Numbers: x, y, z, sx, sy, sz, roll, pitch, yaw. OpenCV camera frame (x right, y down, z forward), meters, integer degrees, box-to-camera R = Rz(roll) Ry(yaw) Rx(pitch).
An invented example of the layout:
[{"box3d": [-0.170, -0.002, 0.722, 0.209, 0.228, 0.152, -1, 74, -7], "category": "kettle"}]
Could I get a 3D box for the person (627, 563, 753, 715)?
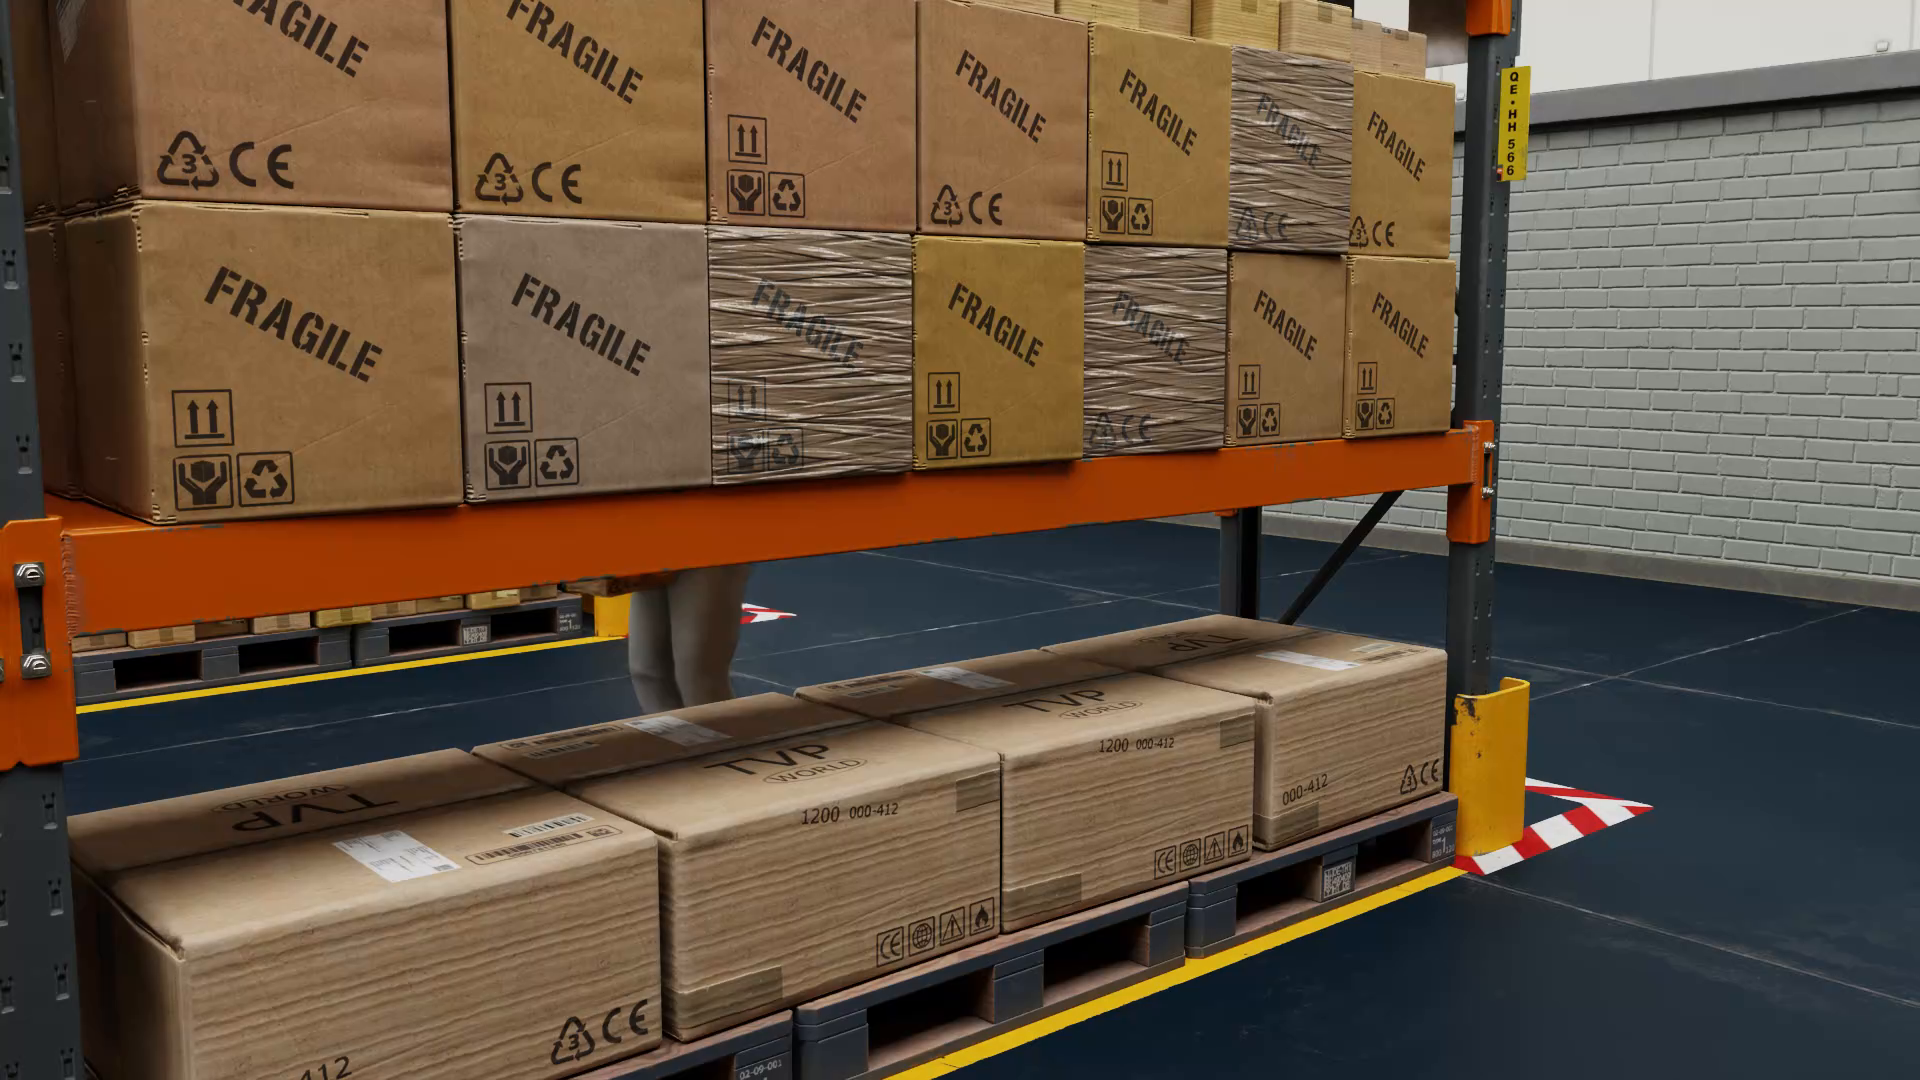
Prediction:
[{"box3d": [-0.917, 0.040, 5.339, 0.525, 1.773, 0.527, -7, 10, -41], "category": "person"}]
